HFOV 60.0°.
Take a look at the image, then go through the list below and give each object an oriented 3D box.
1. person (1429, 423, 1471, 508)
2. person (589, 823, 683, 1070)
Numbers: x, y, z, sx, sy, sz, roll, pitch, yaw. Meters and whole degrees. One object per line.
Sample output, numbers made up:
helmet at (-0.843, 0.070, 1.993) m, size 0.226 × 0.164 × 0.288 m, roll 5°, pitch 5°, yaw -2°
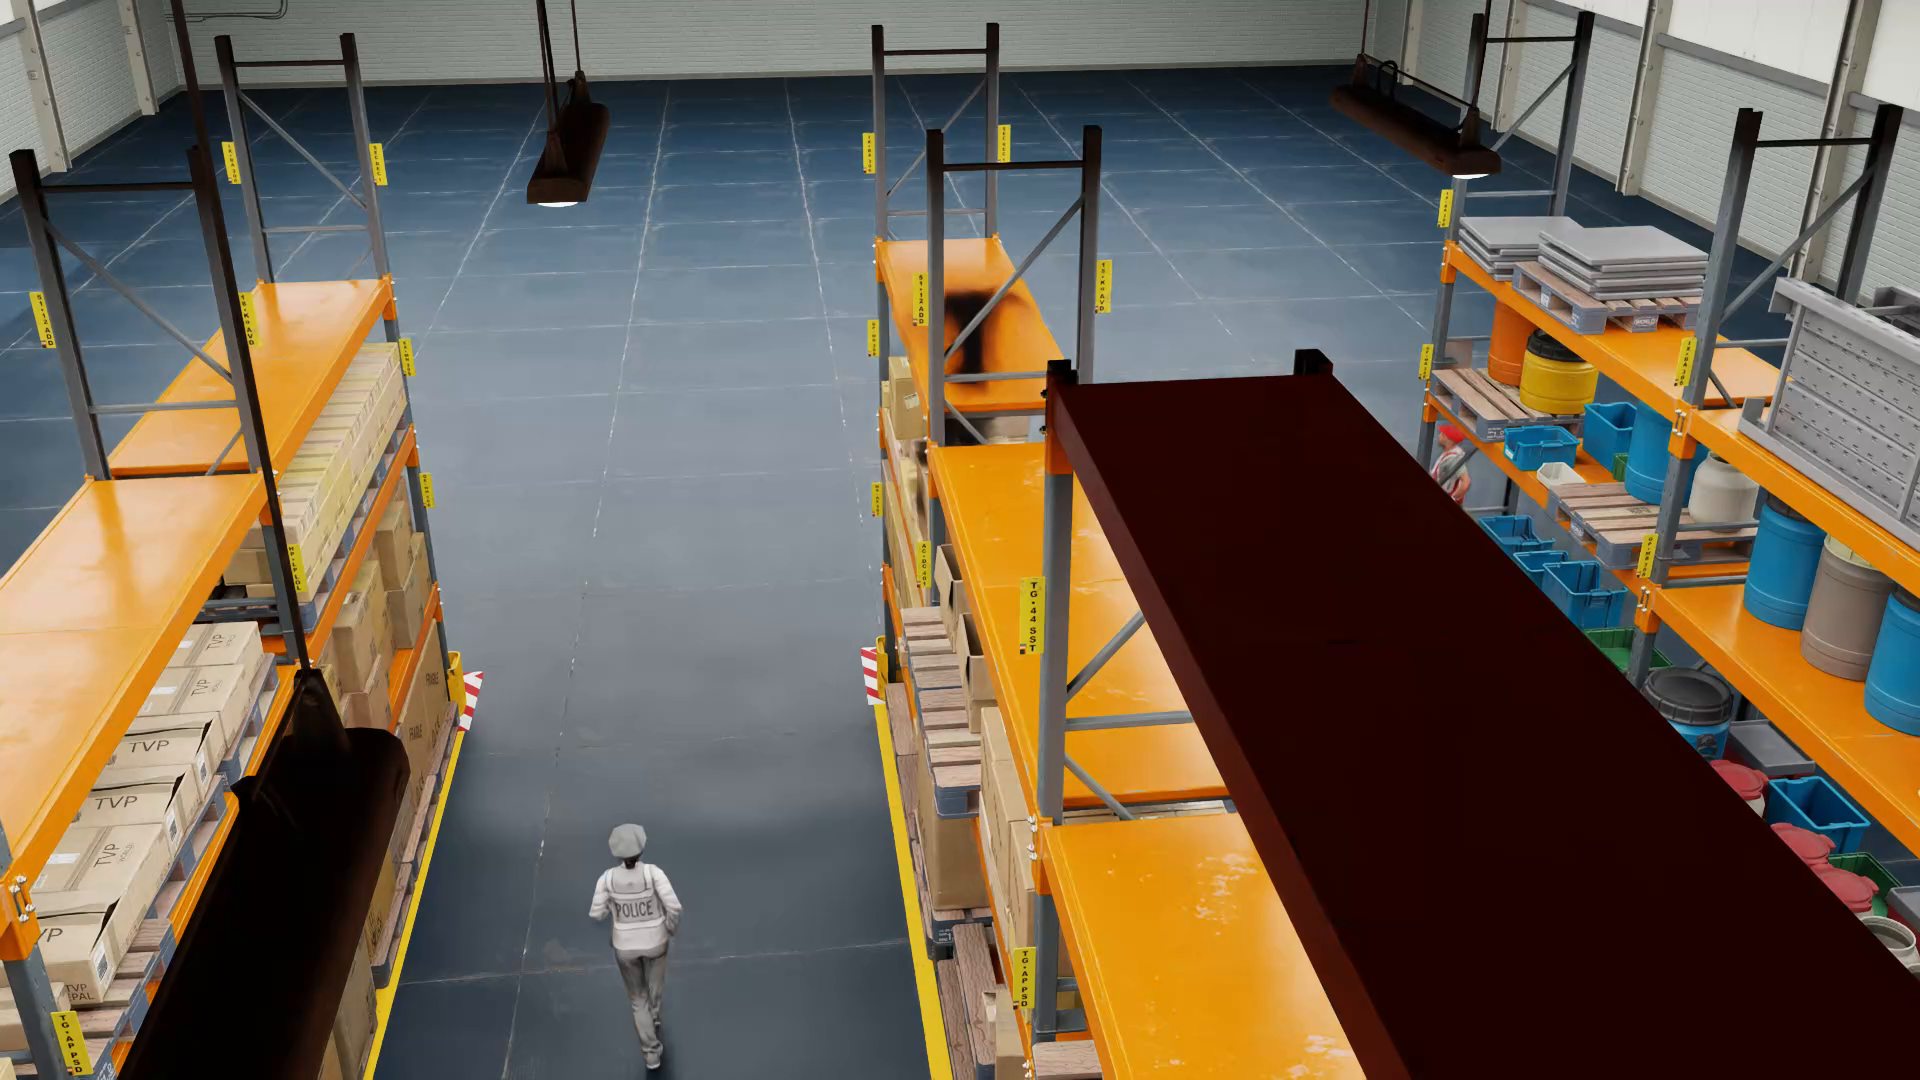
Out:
person at (5.039, -0.320, 17.107) m, size 0.930 × 1.831 × 0.659 m, roll 15°, pitch 29°, yaw 29°
person at (-2.135, 2.666, 11.057) m, size 0.610 × 1.617 × 0.762 m, roll -5°, pitch 26°, yaw -10°
